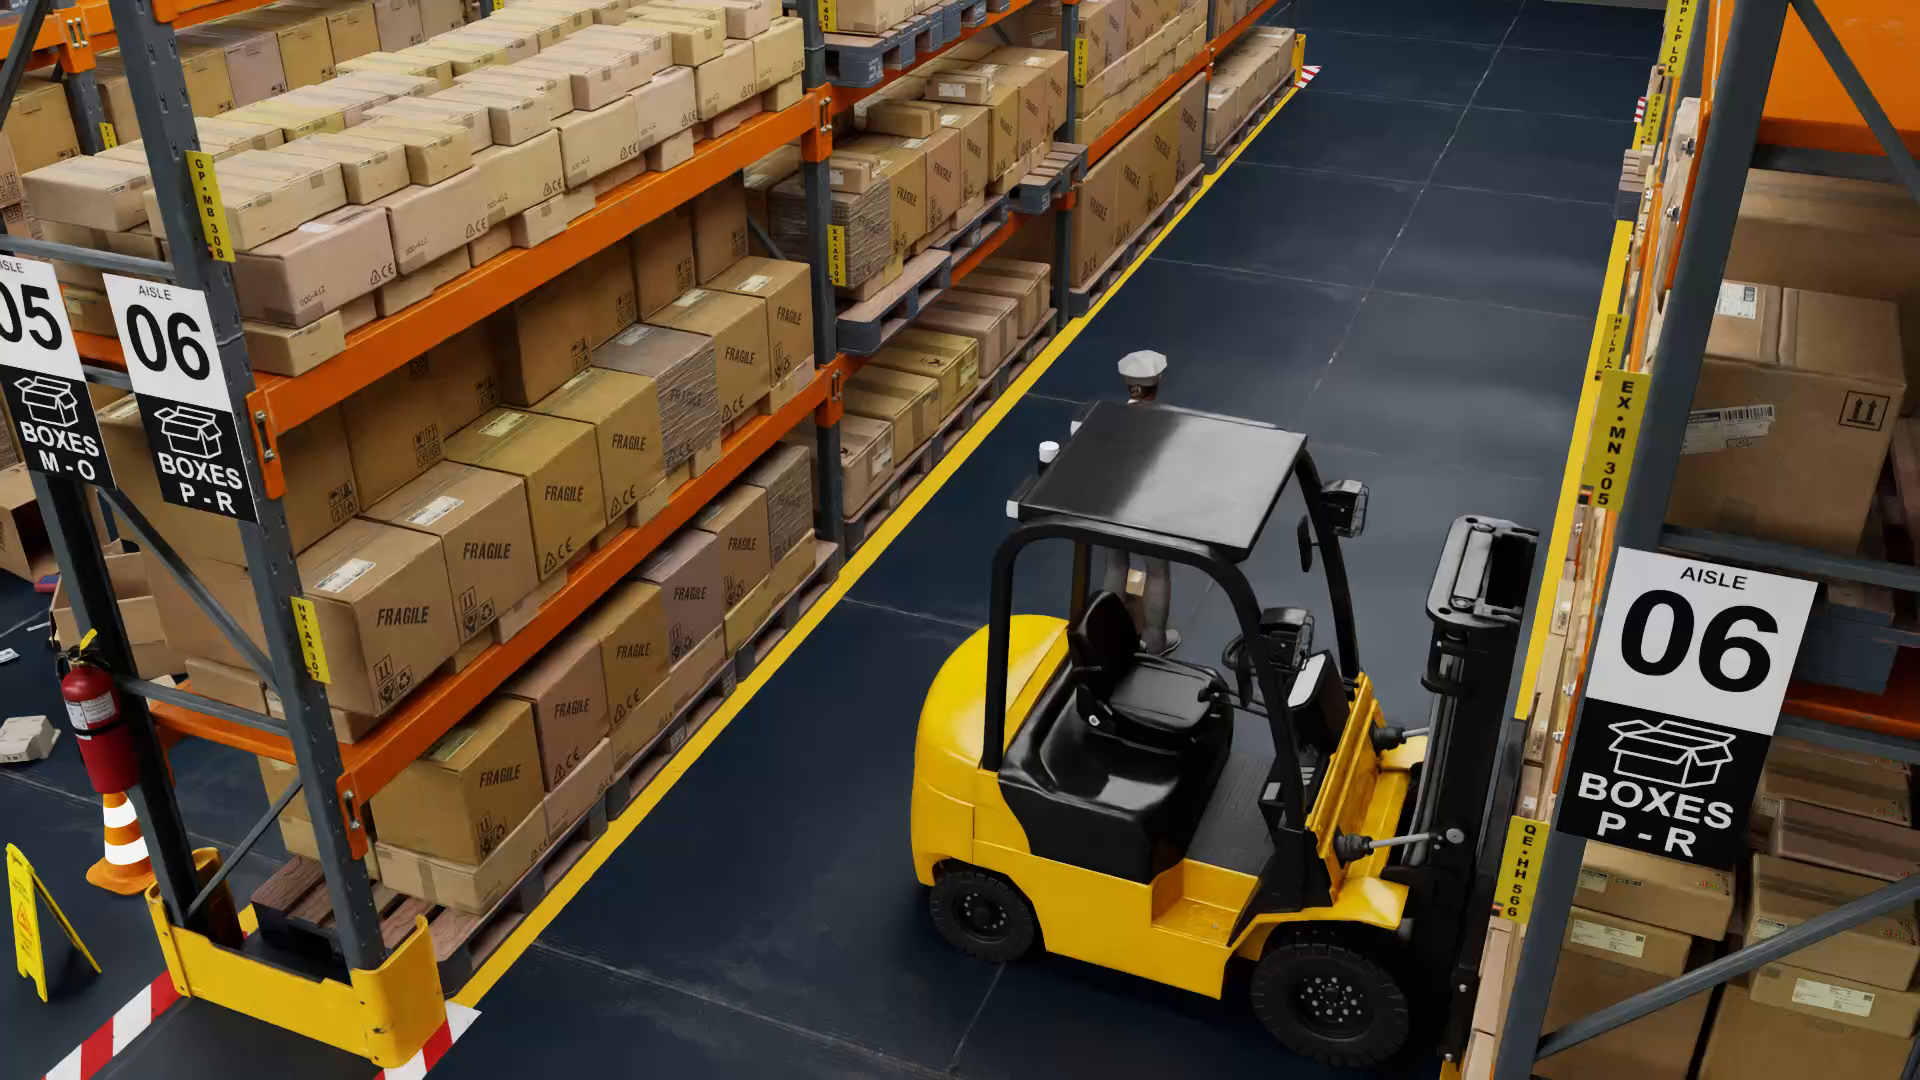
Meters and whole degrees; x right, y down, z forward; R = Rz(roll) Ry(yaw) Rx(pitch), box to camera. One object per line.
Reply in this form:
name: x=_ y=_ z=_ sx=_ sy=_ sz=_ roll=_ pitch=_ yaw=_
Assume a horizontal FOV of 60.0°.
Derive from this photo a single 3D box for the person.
person: x=0.926 y=-0.156 z=8.666 sx=0.517 sy=1.657 sz=0.417 roll=11 pitch=32 yaw=18
